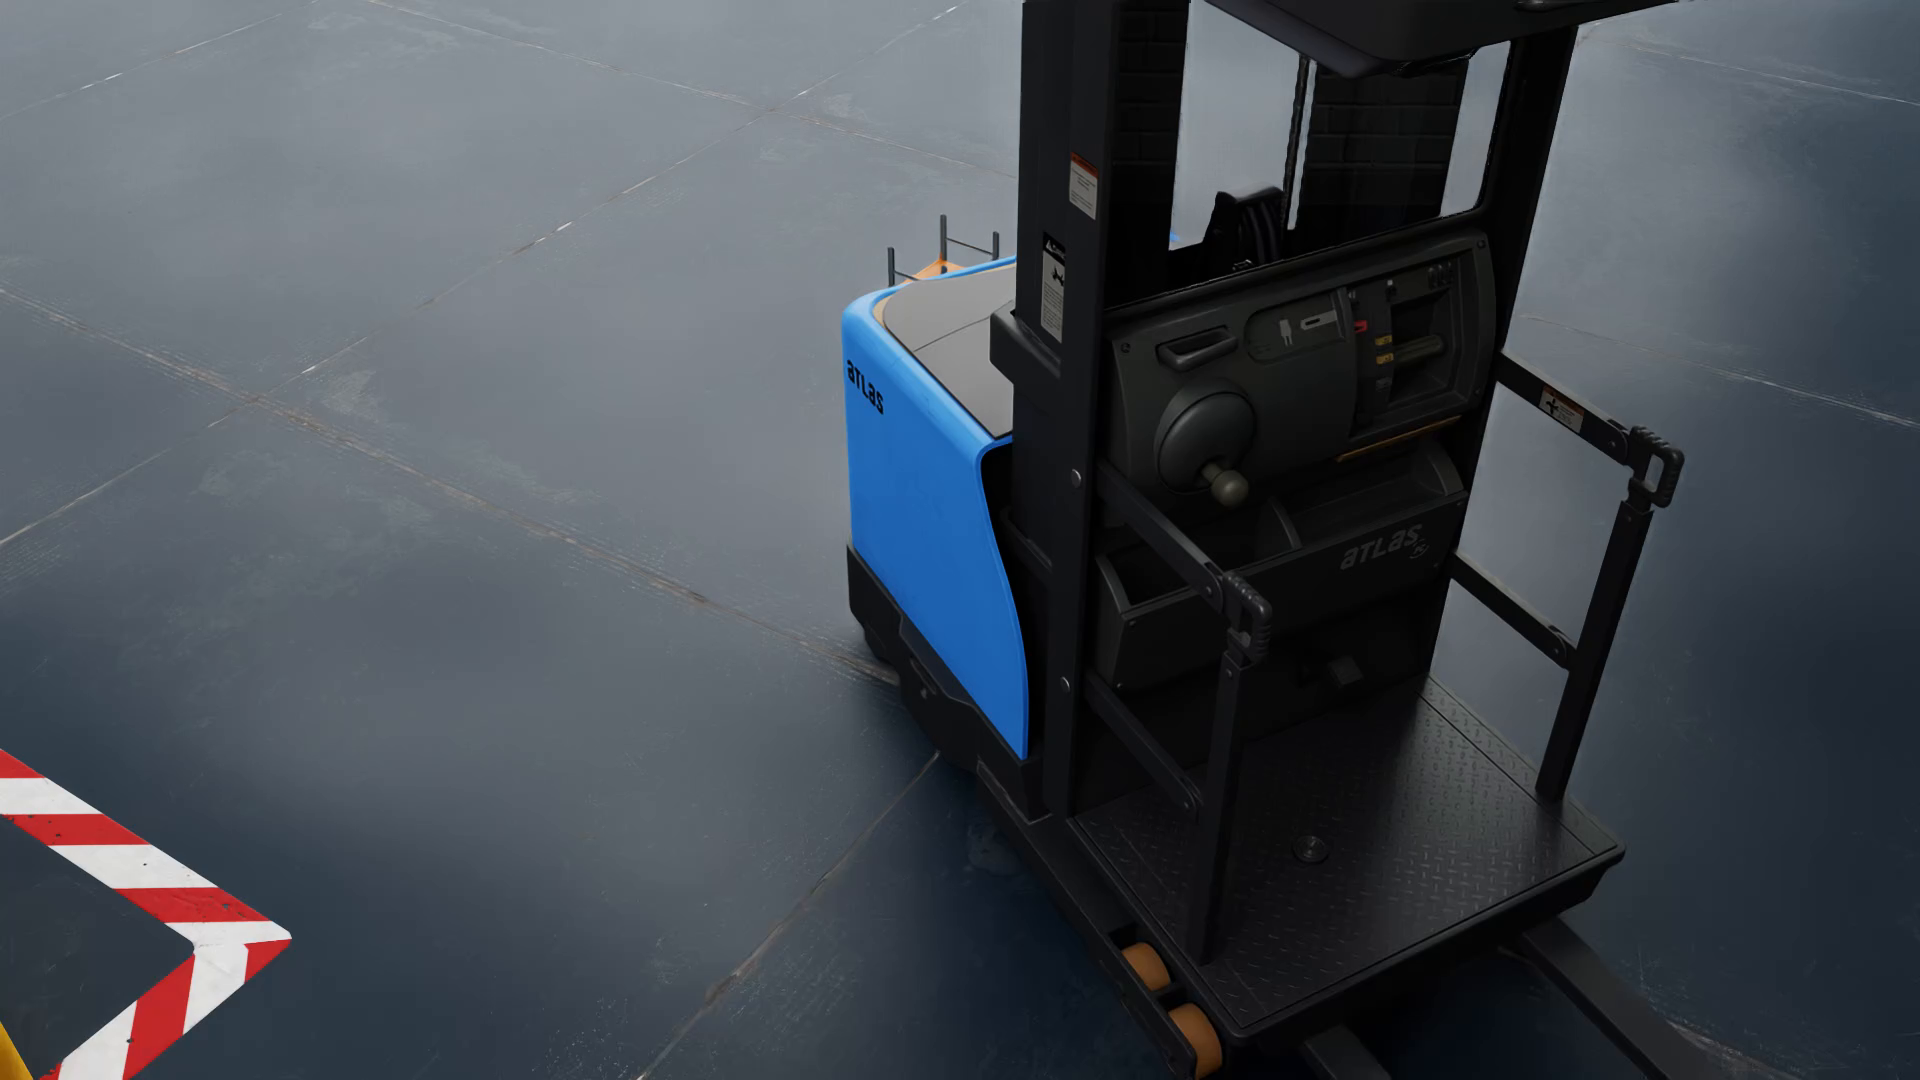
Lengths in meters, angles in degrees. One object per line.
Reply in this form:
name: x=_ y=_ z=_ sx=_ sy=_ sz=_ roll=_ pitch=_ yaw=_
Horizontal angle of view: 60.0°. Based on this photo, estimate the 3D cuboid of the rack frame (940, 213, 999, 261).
rack frame: x=0.027 y=-0.477 z=5.009 sx=0.200 sy=1.050 sz=0.008 roll=24 pitch=44 yaw=28

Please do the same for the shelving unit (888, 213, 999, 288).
shelving unit: x=-0.045 y=-0.417 z=4.931 sx=0.215 sy=1.050 sz=0.252 roll=24 pitch=44 yaw=28

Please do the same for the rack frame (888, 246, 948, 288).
rack frame: x=-0.116 y=-0.357 z=4.853 sx=0.200 sy=1.050 sz=0.008 roll=24 pitch=44 yaw=28

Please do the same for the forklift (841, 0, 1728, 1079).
forklift: x=0.815 y=-0.281 z=3.214 sx=1.130 sy=2.935 sz=3.031 roll=-18 pitch=41 yaw=-22

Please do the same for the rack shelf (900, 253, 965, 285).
rack shelf: x=-0.045 y=-0.633 z=4.764 sx=0.215 sy=0.259 sz=0.240 roll=24 pitch=44 yaw=28
